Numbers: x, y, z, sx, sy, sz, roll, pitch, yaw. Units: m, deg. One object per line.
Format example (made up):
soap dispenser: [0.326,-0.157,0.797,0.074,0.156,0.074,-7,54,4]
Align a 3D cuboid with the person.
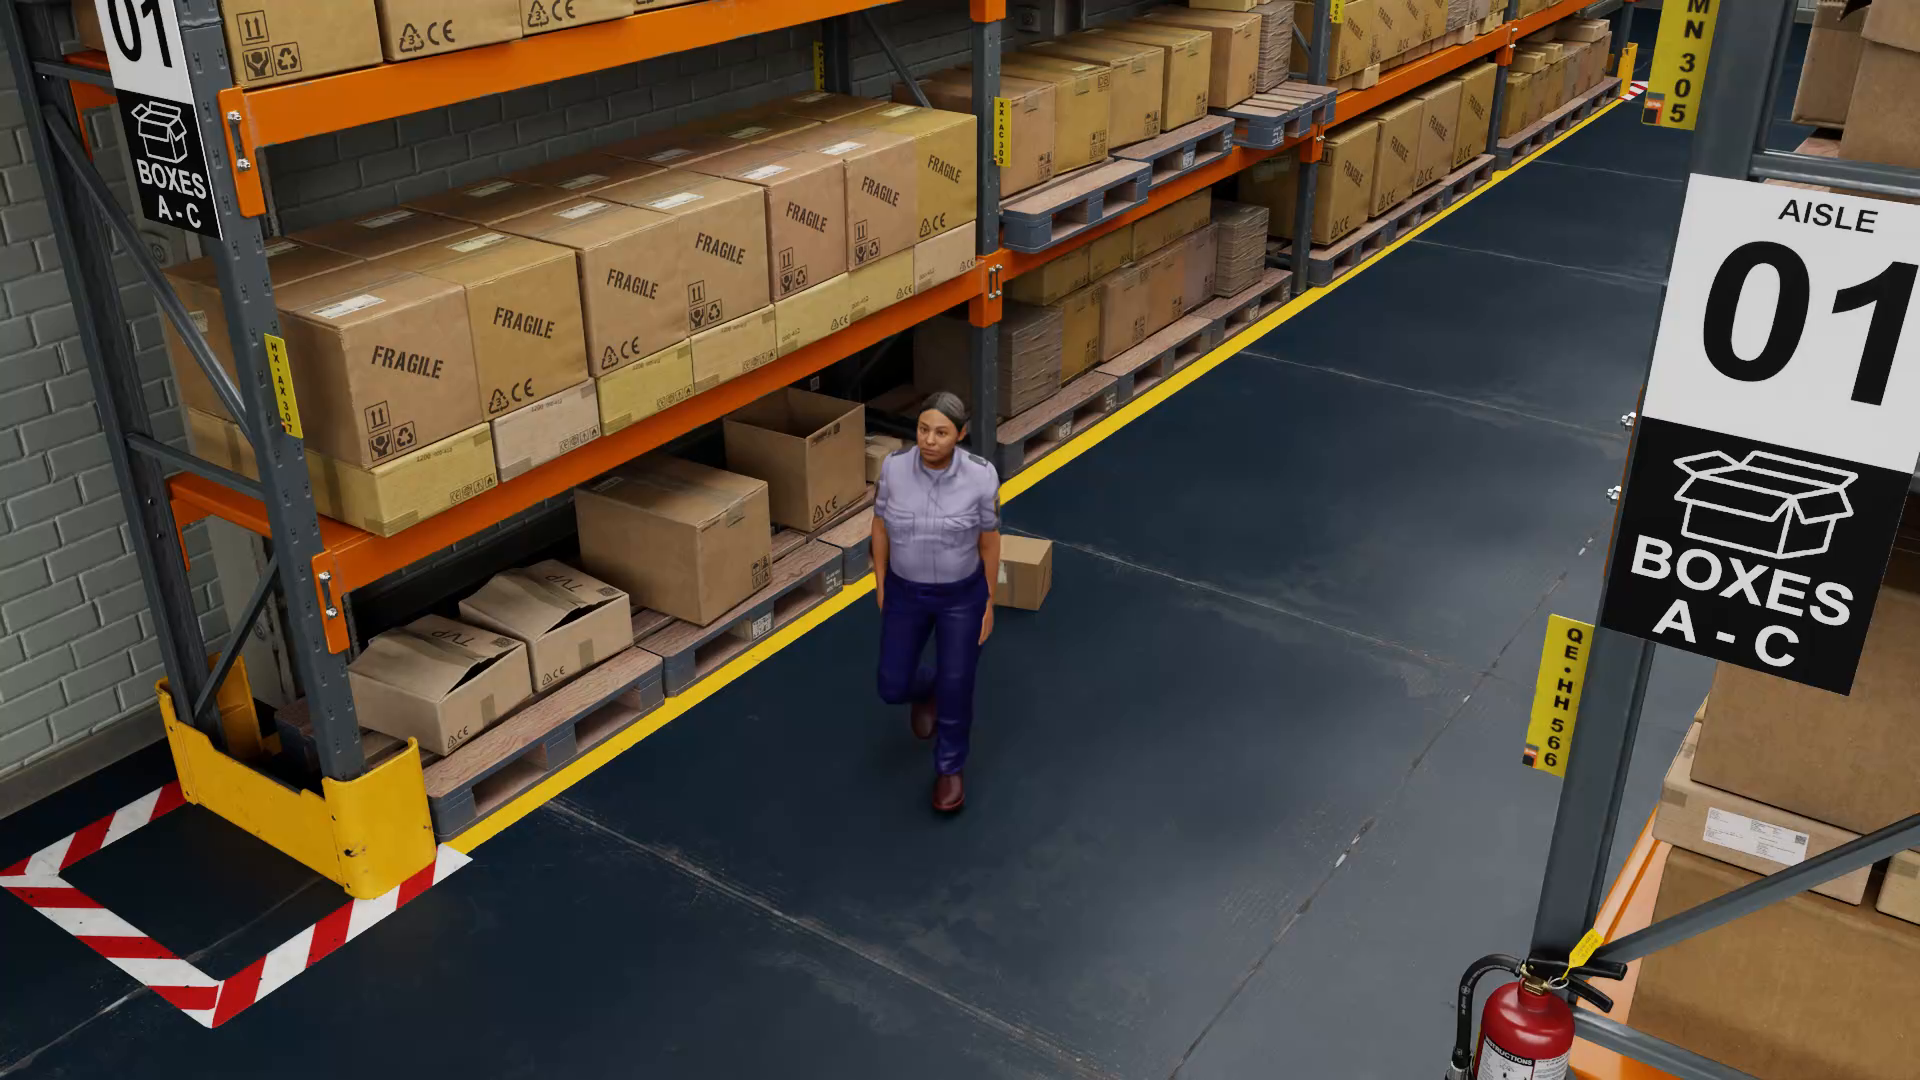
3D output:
person: [-0.081,0.145,6.235,0.486,1.568,0.482,4,27,9]
